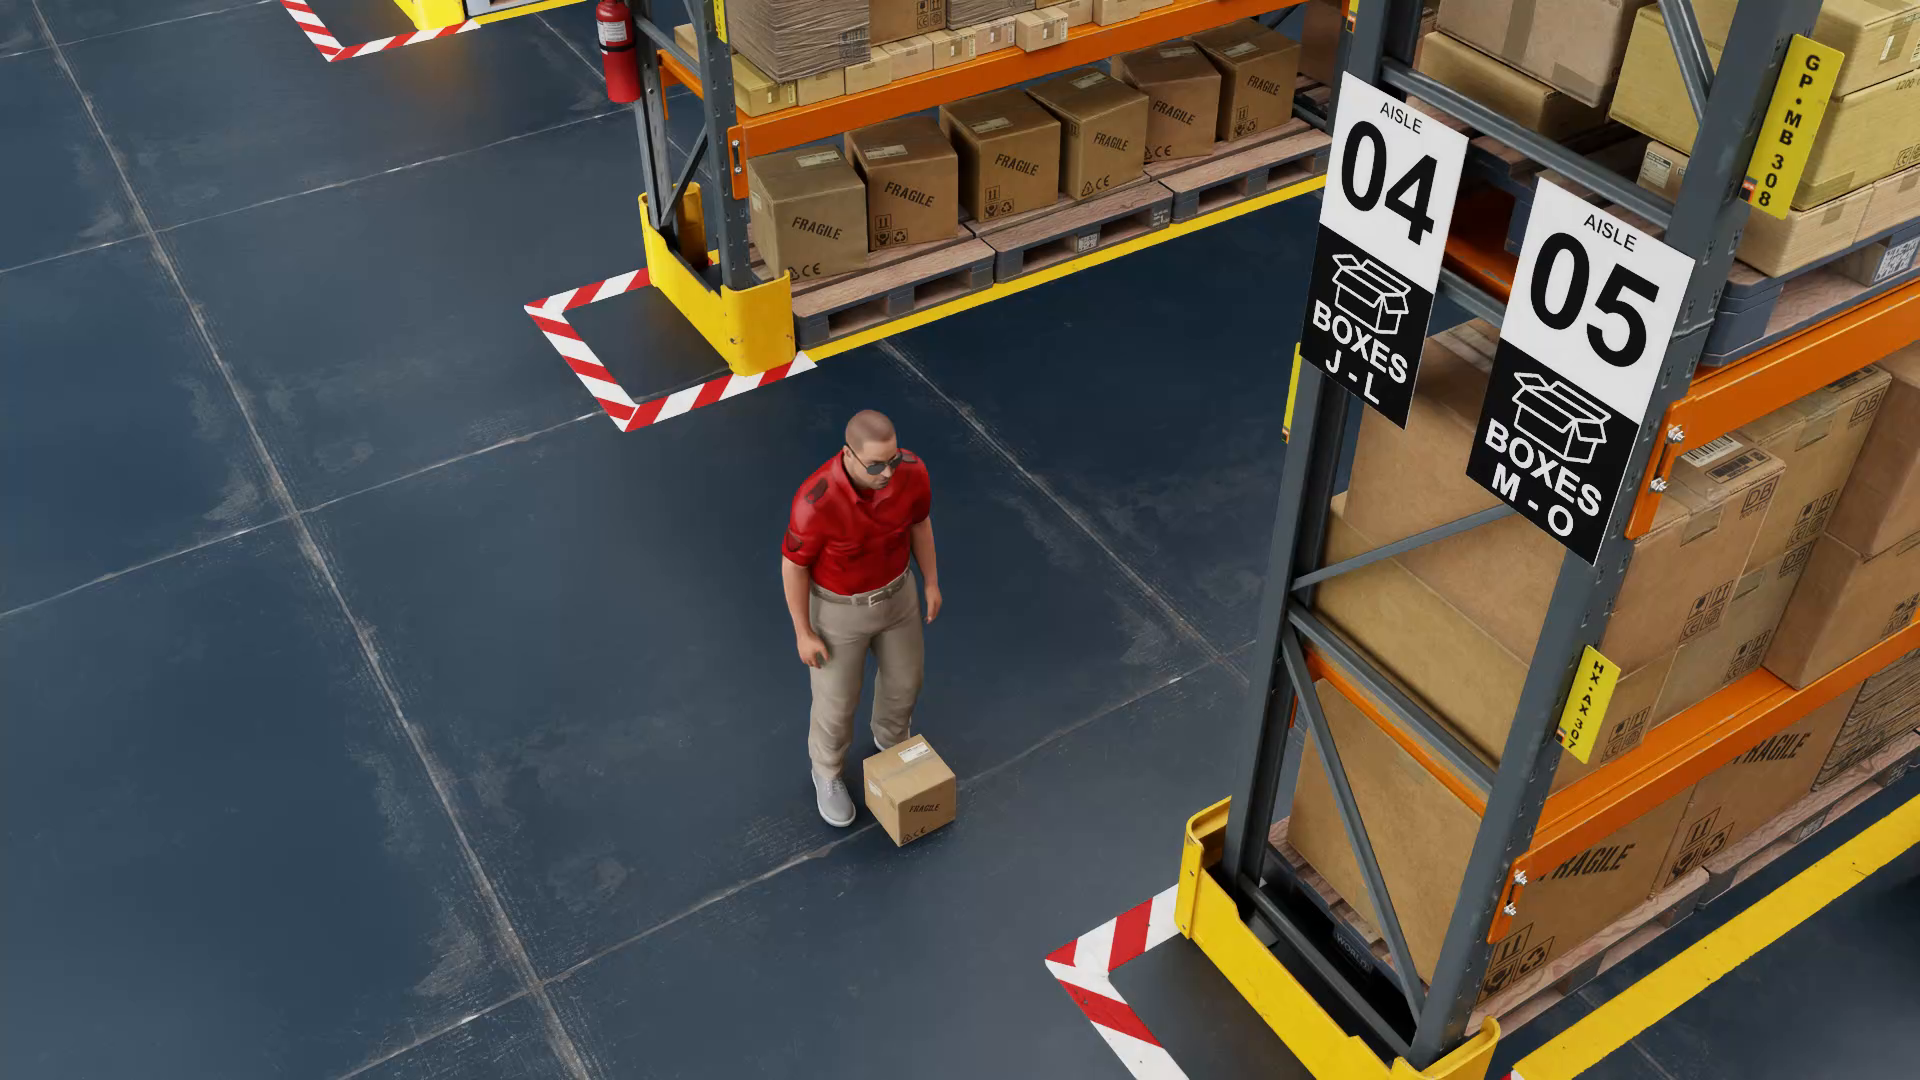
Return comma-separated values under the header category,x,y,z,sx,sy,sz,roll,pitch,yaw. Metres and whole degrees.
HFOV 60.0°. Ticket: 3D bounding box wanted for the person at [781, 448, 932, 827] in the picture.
category,x,y,z,sx,sy,sz,roll,pitch,yaw
person,-0.333,0.305,5.945,0.568,1.552,0.393,-22,45,-24
